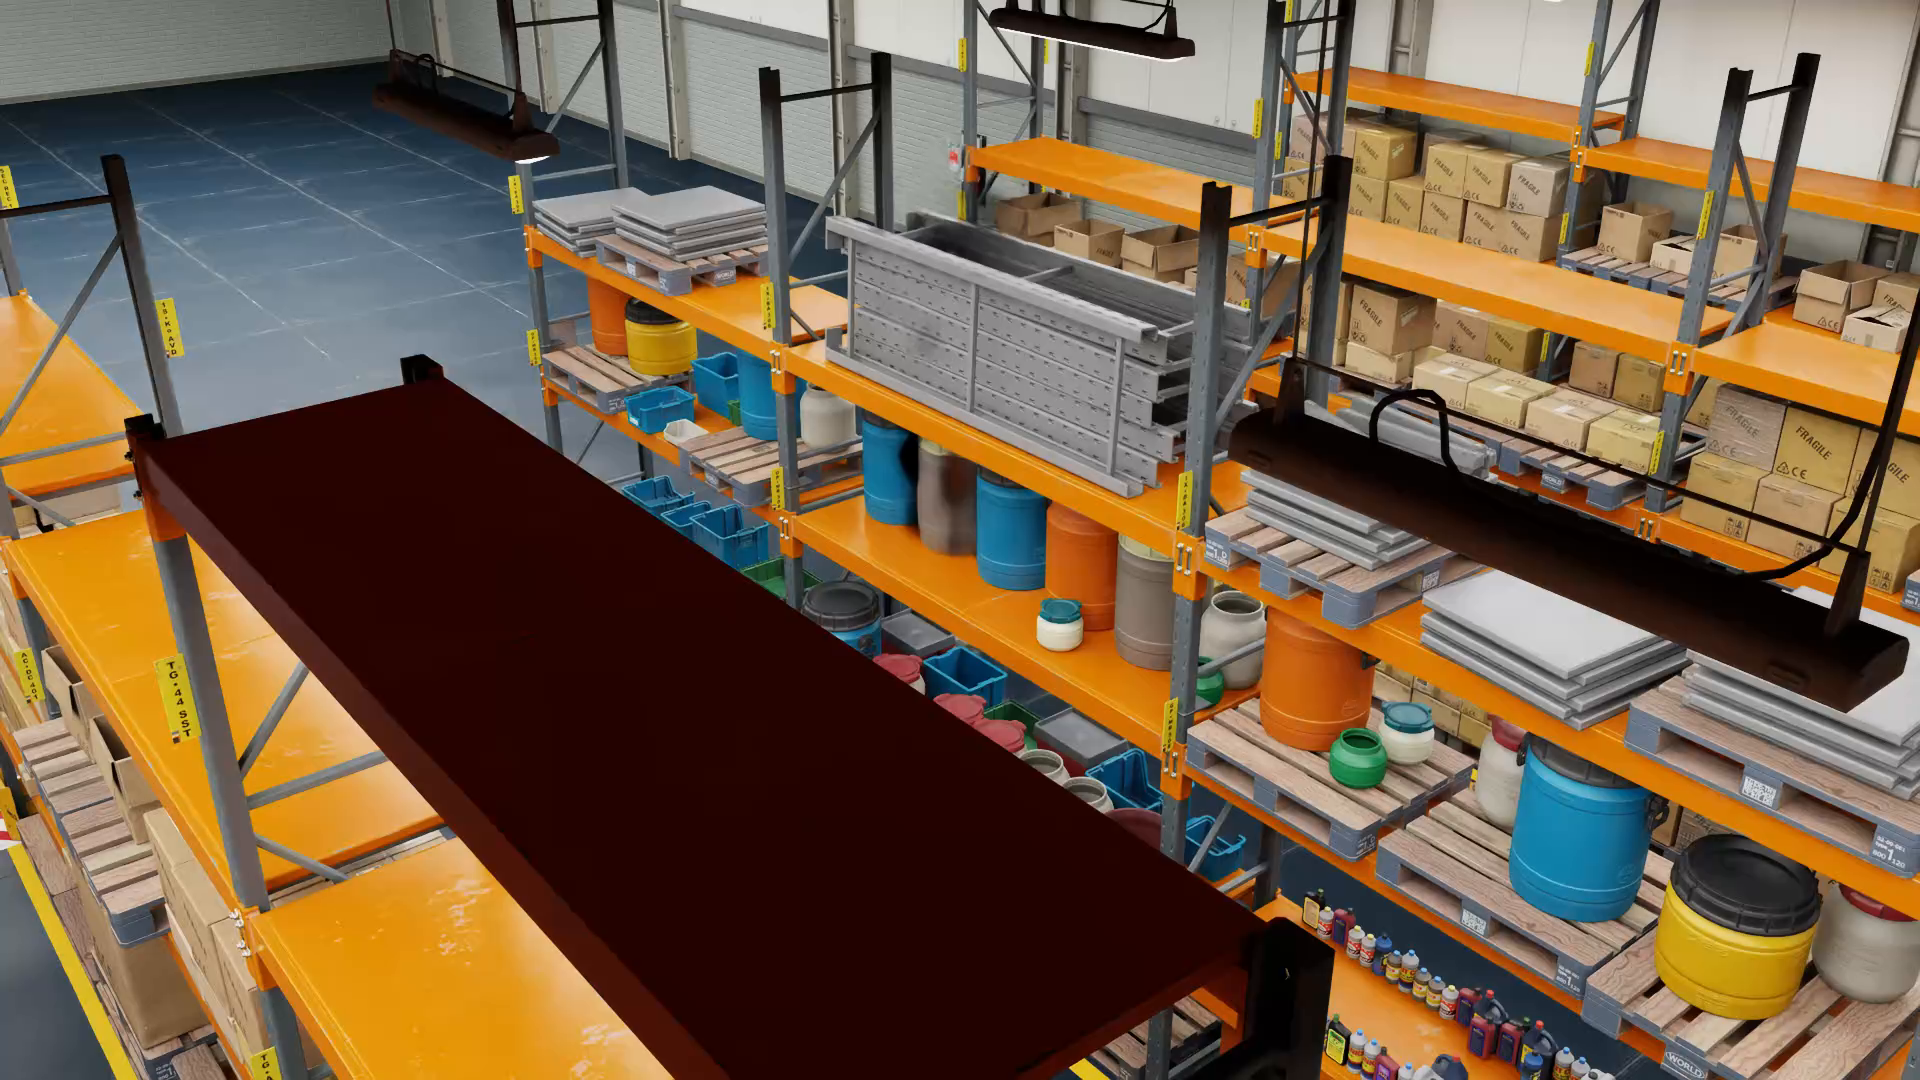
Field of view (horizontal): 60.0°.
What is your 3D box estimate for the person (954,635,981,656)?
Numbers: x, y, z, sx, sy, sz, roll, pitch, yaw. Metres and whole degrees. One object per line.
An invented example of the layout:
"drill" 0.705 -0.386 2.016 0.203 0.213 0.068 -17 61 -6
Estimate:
"person" -0.001 0.815 14.644 0.646 1.643 0.749 -16 30 -29
